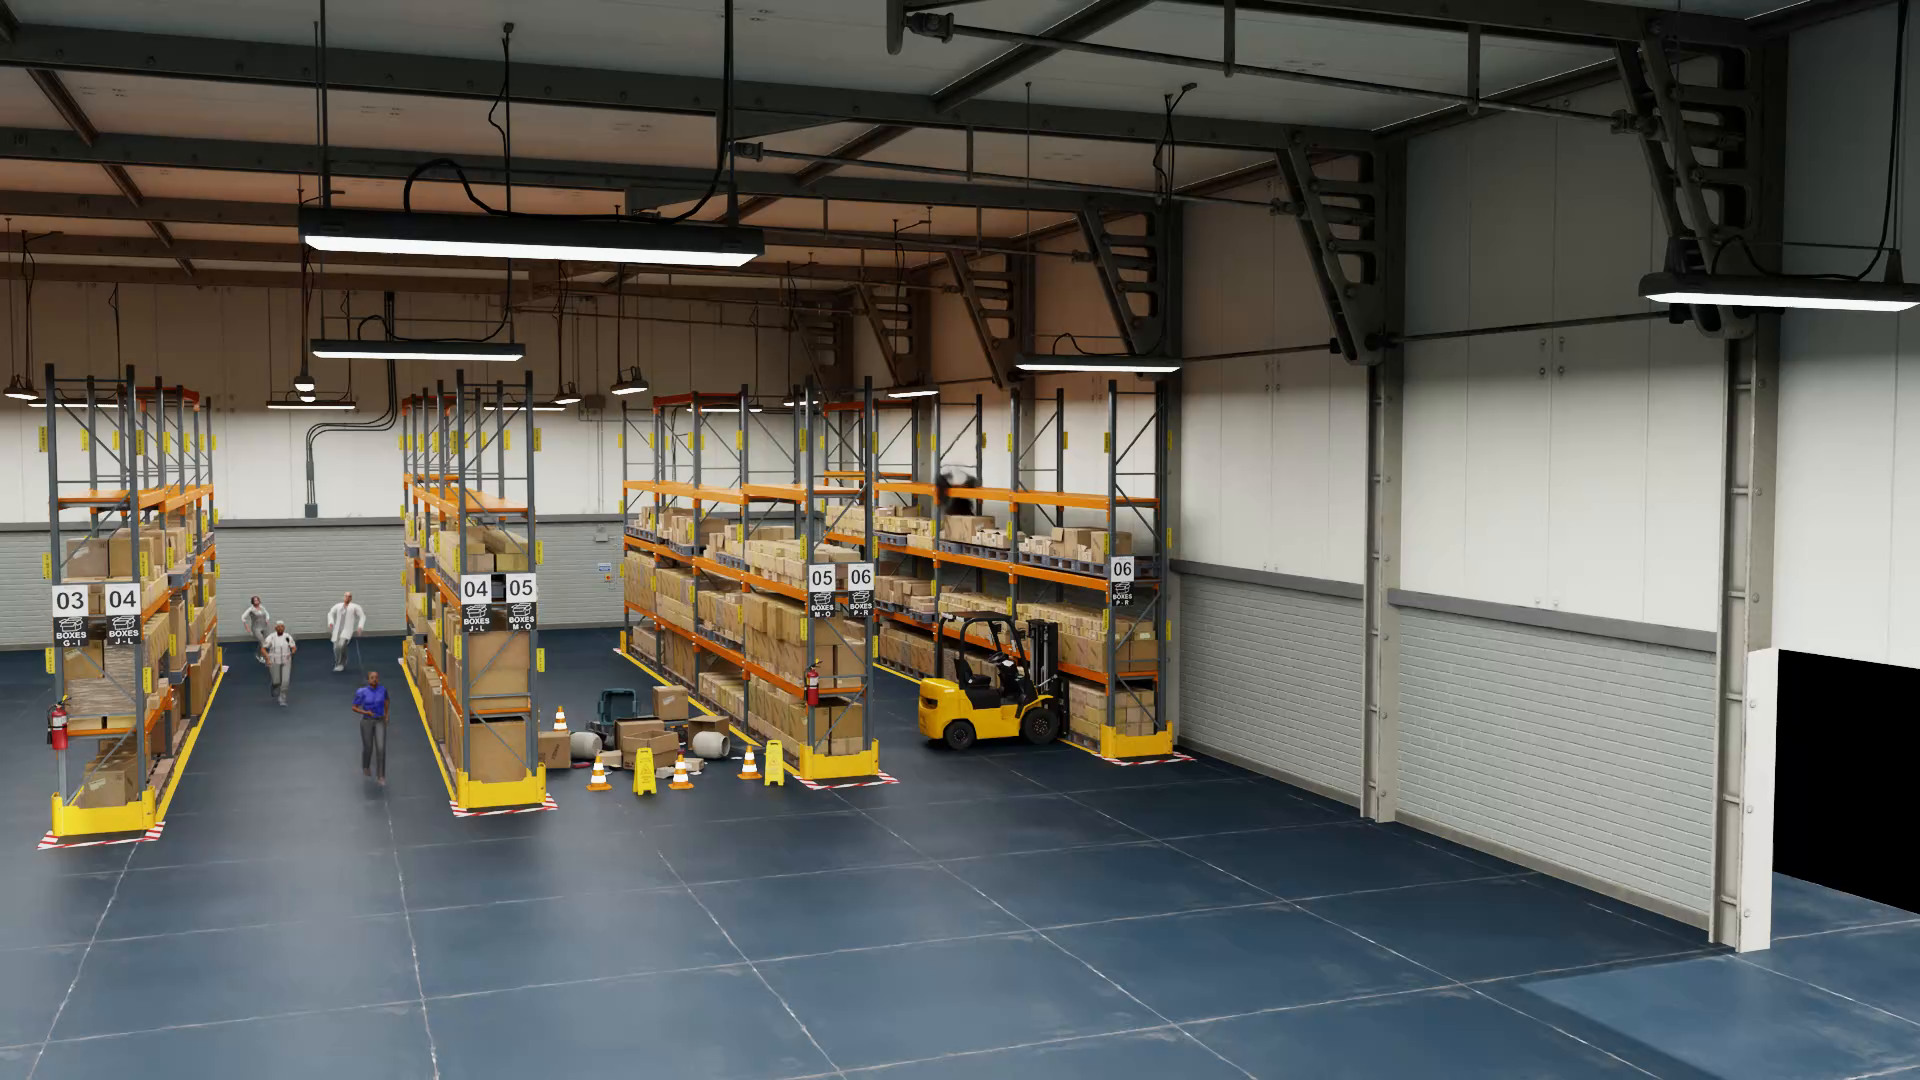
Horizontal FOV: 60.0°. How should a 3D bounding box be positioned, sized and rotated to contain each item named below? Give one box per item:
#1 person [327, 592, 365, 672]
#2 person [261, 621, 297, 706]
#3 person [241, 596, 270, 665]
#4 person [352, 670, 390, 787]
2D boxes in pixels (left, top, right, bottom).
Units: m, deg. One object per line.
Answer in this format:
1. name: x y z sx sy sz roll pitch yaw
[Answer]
1. person: -13.501 2.018 36.431 0.768 1.745 0.624 0 3 4
2. person: -12.976 2.341 31.727 0.623 1.615 0.567 -2 4 -34
3. person: -15.645 2.045 37.066 0.795 1.562 0.606 2 4 33
4. person: -8.651 2.746 24.471 0.571 1.687 0.846 -2 4 -29
